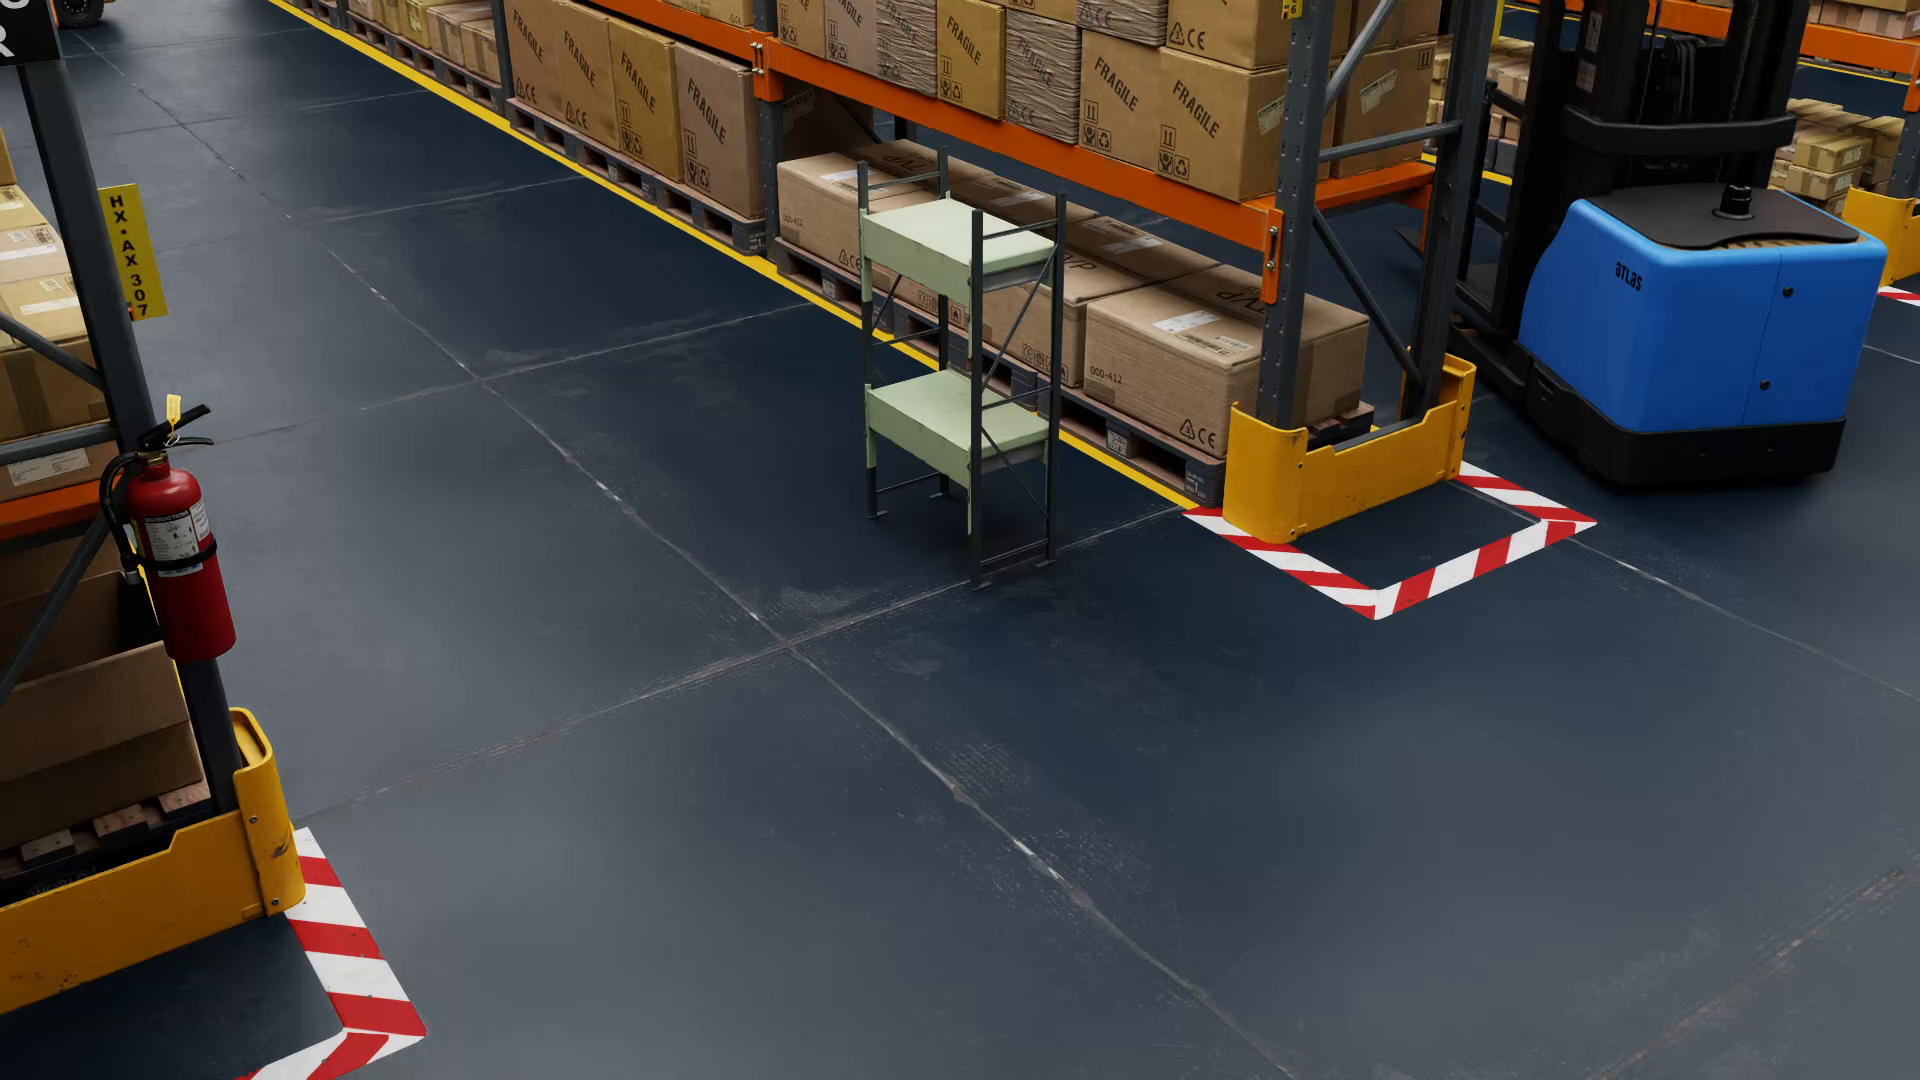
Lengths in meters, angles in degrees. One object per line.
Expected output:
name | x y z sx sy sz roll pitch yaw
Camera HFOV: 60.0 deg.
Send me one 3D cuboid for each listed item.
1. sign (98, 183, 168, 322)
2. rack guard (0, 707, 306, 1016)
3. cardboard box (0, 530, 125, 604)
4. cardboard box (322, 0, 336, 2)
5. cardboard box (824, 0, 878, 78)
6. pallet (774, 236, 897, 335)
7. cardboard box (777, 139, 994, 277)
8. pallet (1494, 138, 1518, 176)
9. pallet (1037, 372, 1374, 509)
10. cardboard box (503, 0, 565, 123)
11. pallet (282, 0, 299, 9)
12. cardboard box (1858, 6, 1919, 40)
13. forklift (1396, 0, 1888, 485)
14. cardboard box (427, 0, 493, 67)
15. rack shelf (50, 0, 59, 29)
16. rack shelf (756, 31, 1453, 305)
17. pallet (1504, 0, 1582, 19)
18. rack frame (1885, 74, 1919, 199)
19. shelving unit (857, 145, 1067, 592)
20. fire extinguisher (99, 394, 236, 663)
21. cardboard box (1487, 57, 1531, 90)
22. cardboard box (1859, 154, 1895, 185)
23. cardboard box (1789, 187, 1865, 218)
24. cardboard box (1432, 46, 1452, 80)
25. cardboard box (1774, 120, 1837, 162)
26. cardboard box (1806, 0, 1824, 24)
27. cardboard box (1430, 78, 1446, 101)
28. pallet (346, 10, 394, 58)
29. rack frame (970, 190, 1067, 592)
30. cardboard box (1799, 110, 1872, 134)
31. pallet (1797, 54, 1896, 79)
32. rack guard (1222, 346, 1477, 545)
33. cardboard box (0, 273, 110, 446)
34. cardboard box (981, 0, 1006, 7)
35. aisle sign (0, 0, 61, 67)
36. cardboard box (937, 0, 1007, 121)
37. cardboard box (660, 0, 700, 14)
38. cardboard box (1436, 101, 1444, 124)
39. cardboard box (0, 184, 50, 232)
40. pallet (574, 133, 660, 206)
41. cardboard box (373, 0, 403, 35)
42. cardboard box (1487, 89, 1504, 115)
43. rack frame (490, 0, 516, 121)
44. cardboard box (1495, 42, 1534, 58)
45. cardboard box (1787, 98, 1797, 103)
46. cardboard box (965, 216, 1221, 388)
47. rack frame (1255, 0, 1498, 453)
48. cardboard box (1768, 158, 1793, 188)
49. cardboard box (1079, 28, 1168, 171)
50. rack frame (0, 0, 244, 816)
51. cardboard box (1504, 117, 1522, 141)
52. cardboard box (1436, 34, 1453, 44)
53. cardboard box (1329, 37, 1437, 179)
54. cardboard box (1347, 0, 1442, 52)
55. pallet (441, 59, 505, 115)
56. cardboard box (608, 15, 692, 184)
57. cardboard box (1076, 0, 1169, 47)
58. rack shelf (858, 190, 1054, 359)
sign | -1.971 -0.680 3.951 0.100 0.325 0.005 -19 34 -31
rack guard | -2.457 0.920 4.532 1.175 0.500 0.348 -19 34 -31
cardboard box | -3.155 0.158 5.495 0.700 0.500 0.500 -17 33 -29
cardboard box | -5.895 -5.321 15.846 0.500 0.250 0.500 -17 33 -28
cardboard box | -0.345 -2.672 8.422 0.500 0.500 0.500 -19 34 -30
pallet | -0.315 -1.537 9.359 1.003 0.211 1.213 -19 34 -31
cardboard box | -0.415 -1.864 9.284 0.875 0.438 0.875 -19 34 -31
pallet | 4.412 -2.538 11.201 1.003 0.211 1.213 -19 34 -31
pallet | 1.100 -0.588 7.612 1.003 0.211 1.213 -19 34 -31
cardboard box | -2.679 -3.594 12.011 0.875 0.875 0.875 -19 34 -31
pallet | -6.463 -5.690 17.006 1.003 0.211 1.213 -19 34 -31
cardboard box | 5.182 -2.872 9.159 0.380 0.149 0.250 -19 34 -31
forklift | 3.064 -2.201 7.732 1.130 2.935 3.031 -4 29 -7
cardboard box | -3.767 -4.171 13.601 0.950 0.372 0.625 -19 34 -32
rack shelf | -3.573 -1.928 4.769 1.077 0.370 4.000 -19 34 -31
rack shelf | 0.468 -1.986 8.017 1.077 0.370 4.000 -19 34 -31
pallet | 6.159 -5.351 16.382 1.003 0.211 1.213 -19 34 -31
rack frame | 5.602 -2.934 9.009 1.000 3.000 0.127 -19 34 -31
shelving unit | -0.004 -0.662 6.397 0.431 1.500 0.755 -19 34 -31
fire extinguisher | -1.951 -0.022 4.119 0.296 0.674 0.183 -19 34 -31
cardboard box | 3.781 -3.188 11.400 0.380 0.149 0.250 -20 34 -32
cardboard box | 5.507 -2.271 10.025 0.380 0.149 0.250 -17 33 -29
cardboard box | 5.126 -2.013 9.860 0.380 0.149 0.250 -18 33 -30
cardboard box | 3.424 -3.367 11.731 0.380 0.149 0.250 -17 33 -28
cardboard box | 4.989 -2.376 9.907 0.380 0.149 0.250 -18 33 -30
cardboard box | 4.911 -3.073 9.528 0.380 0.149 0.250 -19 34 -31
cardboard box | 3.451 -3.248 11.824 0.380 0.149 0.250 -19 34 -30
pallet | -4.880 -4.662 15.113 1.003 0.211 1.213 -19 34 -31
rack frame | 0.208 -0.519 6.135 0.400 1.500 0.023 -19 34 -31
cardboard box | 5.316 -2.499 10.132 0.380 0.149 0.250 -18 33 -30
pallet | 7.758 -4.280 14.410 1.003 0.211 1.213 -19 34 -31
rack guard | 1.642 -0.417 6.993 1.175 0.500 0.348 -19 34 -31
cardboard box | -2.457 -0.465 4.308 0.500 0.250 0.500 -19 34 -30
cardboard box | 0.253 -2.713 7.451 0.500 0.500 0.500 -19 34 -31
aisle sign | -2.134 -1.346 3.362 0.394 0.787 0.004 -19 34 -31
cardboard box | 0.237 -2.276 7.694 0.500 0.500 0.500 -18 33 -29
cardboard box | -1.452 -3.316 9.871 0.500 0.250 0.500 -19 34 -31
cardboard box | 3.572 -3.005 11.687 0.380 0.149 0.250 -19 34 -31
cardboard box | -3.046 -0.857 5.030 0.500 0.250 0.500 -19 34 -32
pallet | -1.913 -2.608 11.331 1.003 0.211 1.213 -19 34 -31
cardboard box | -4.607 -4.738 14.644 0.950 0.372 0.625 -17 33 -28
cardboard box | 3.776 -3.058 11.473 0.380 0.149 0.250 -21 35 -33
rack frame | -3.012 -4.634 12.141 1.000 3.000 0.127 -19 34 -31
cardboard box | 4.030 -3.433 11.852 0.380 0.149 0.250 -19 34 -31
cardboard box | 5.063 -2.706 10.513 0.380 0.149 0.250 -21 35 -33
cardboard box | 0.626 -1.165 7.997 0.875 0.438 0.875 -18 33 -29
rack frame | 1.628 -1.524 6.414 1.000 3.000 0.127 -19 34 -31
cardboard box | 4.955 -2.239 9.966 0.380 0.149 0.250 -20 34 -32
cardboard box | 0.854 -1.882 6.967 0.500 0.500 0.500 -20 34 -32
rack frame | -2.413 -0.149 3.881 1.000 3.000 0.127 -19 34 -31
cardboard box | 3.944 -2.825 11.356 0.380 0.149 0.250 -20 35 -33
cardboard box | 3.700 -3.616 12.189 0.380 0.149 0.250 -18 33 -29
cardboard box | 1.583 -1.834 6.880 0.500 0.500 0.500 -19 34 -31
cardboard box | 1.582 -2.273 6.640 0.500 0.500 0.500 -20 34 -32
pallet | -3.465 -3.713 13.366 1.003 0.211 1.213 -19 34 -31
cardboard box | -1.647 -2.898 10.730 0.875 0.875 0.875 -18 33 -29
cardboard box | 0.827 -2.324 6.734 0.500 0.500 0.500 -19 34 -30
rack shelf | -0.004 -1.005 6.211 0.431 0.370 0.720 -19 34 -31
